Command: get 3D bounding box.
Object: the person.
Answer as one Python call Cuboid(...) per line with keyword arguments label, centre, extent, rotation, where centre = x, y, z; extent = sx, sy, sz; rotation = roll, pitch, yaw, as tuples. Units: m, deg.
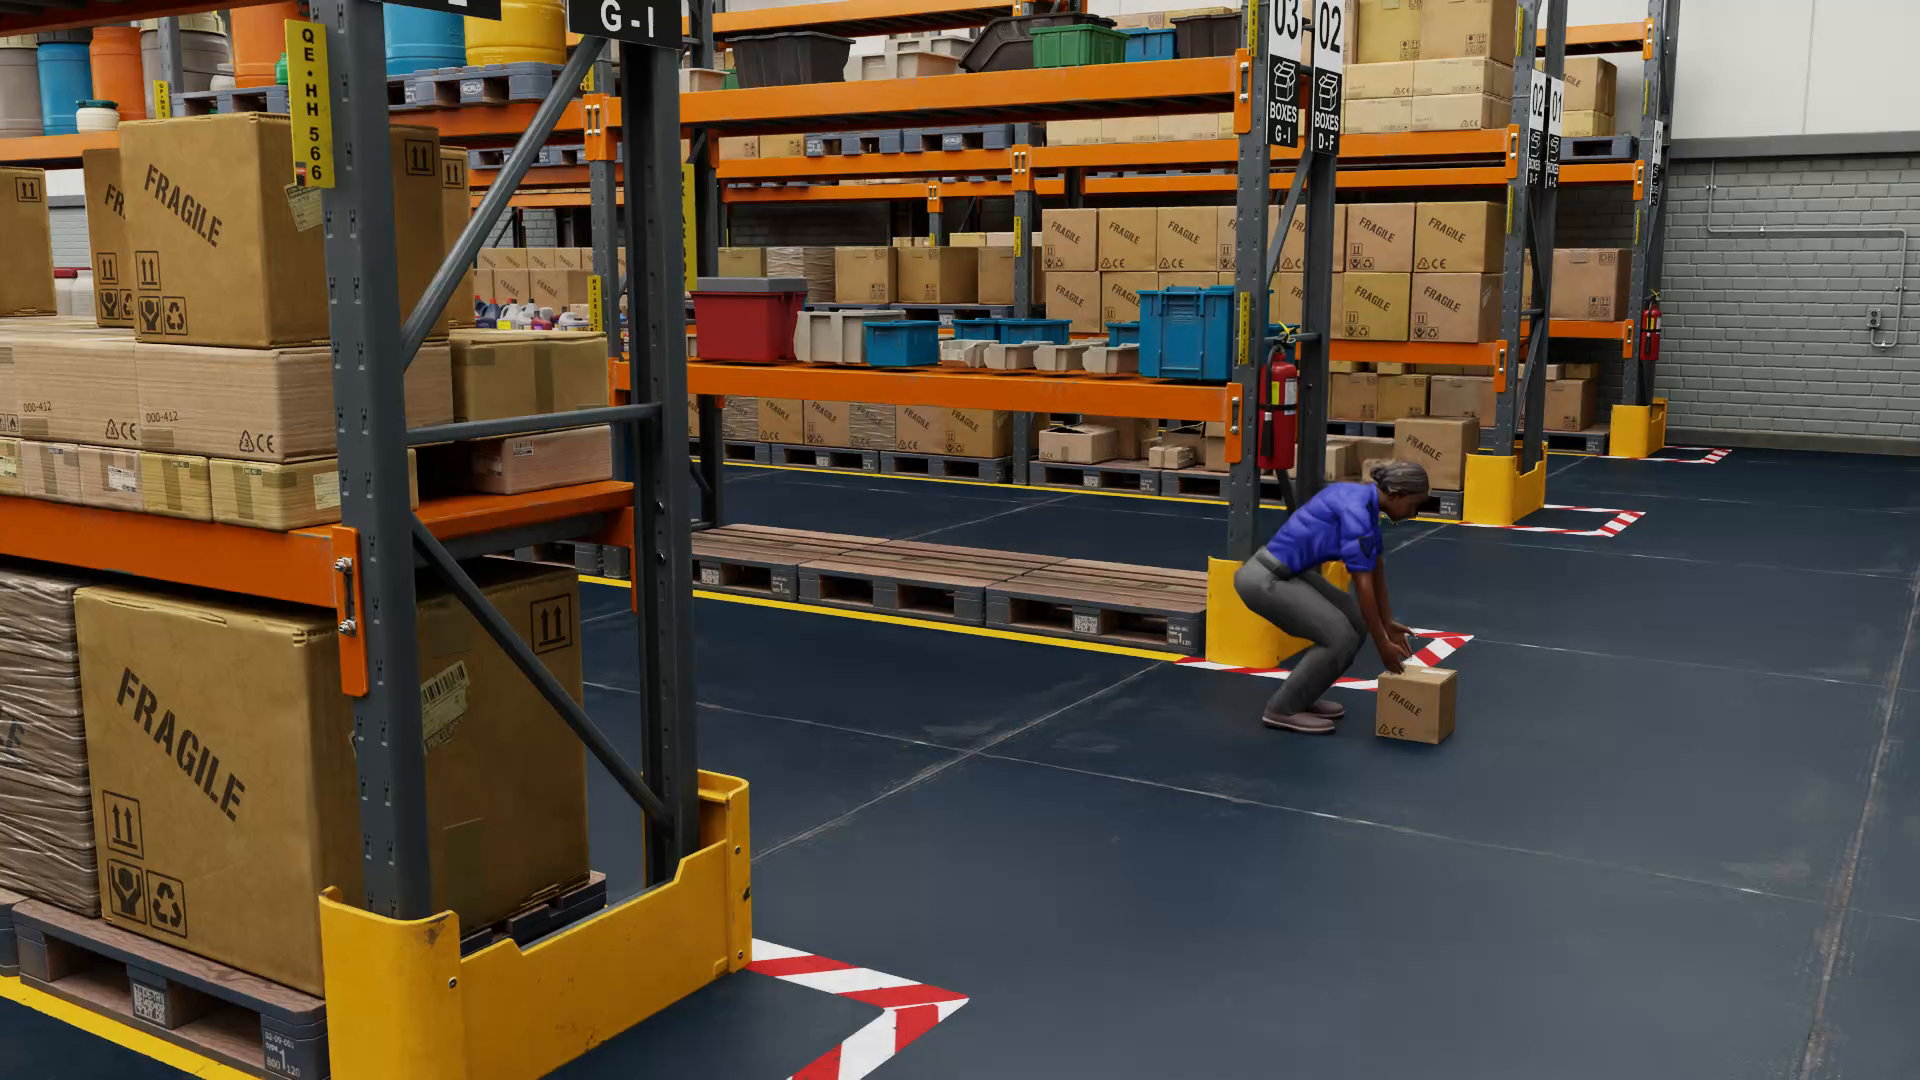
Cuboid(label="person", centre=(1.514, 0.214, 6.814), extent=(0.749, 1.106, 0.498), rotation=(4, 10, 21))
